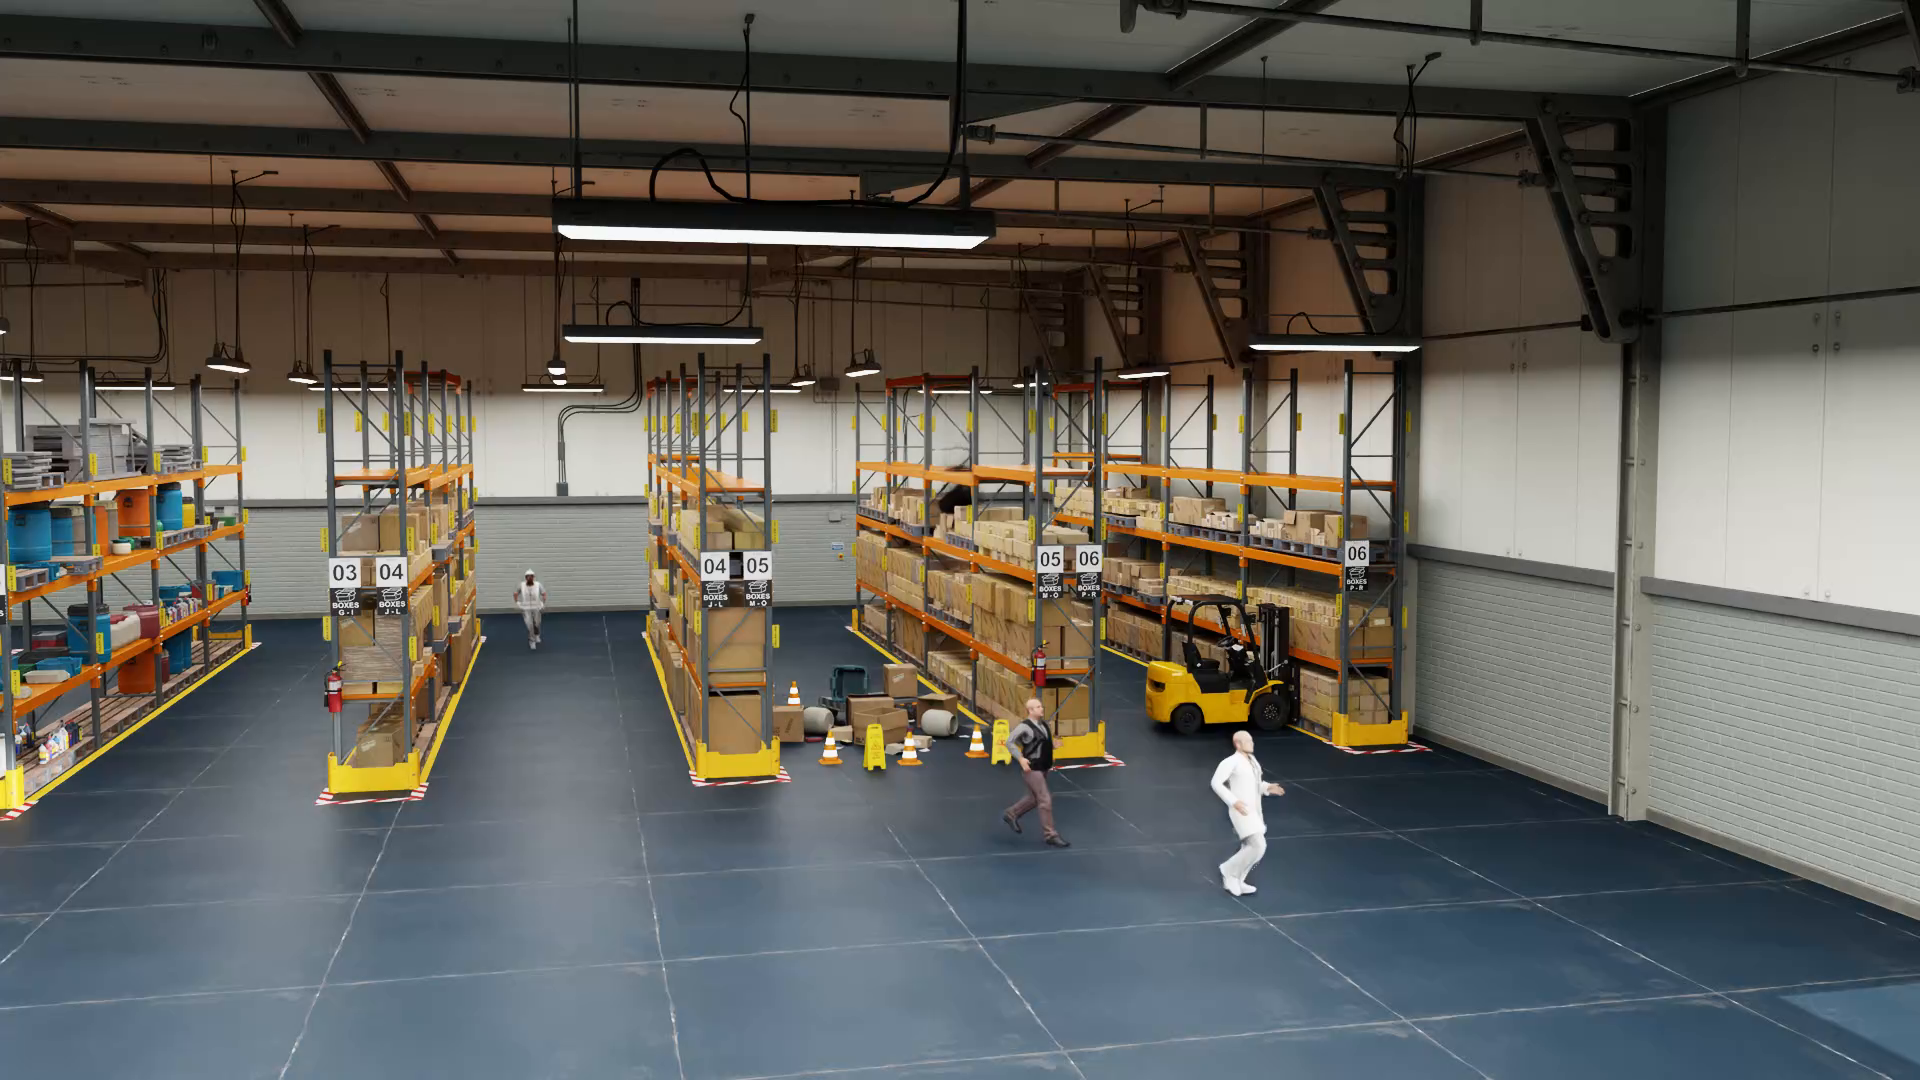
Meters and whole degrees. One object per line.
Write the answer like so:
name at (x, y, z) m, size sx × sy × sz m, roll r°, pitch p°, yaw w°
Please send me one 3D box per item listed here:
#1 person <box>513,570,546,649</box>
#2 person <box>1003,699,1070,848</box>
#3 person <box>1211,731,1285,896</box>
person at (-9.635, 1.546, 37.219) m, size 0.706 × 1.754 × 0.674 m, roll -1°, pitch 4°, yaw -16°
person at (0.897, 2.743, 19.795) m, size 0.969 × 1.709 × 0.657 m, roll 2°, pitch 5°, yaw 30°
person at (3.075, 2.899, 17.604) m, size 0.642 × 1.744 × 0.694 m, roll 3°, pitch 5°, yaw 33°
